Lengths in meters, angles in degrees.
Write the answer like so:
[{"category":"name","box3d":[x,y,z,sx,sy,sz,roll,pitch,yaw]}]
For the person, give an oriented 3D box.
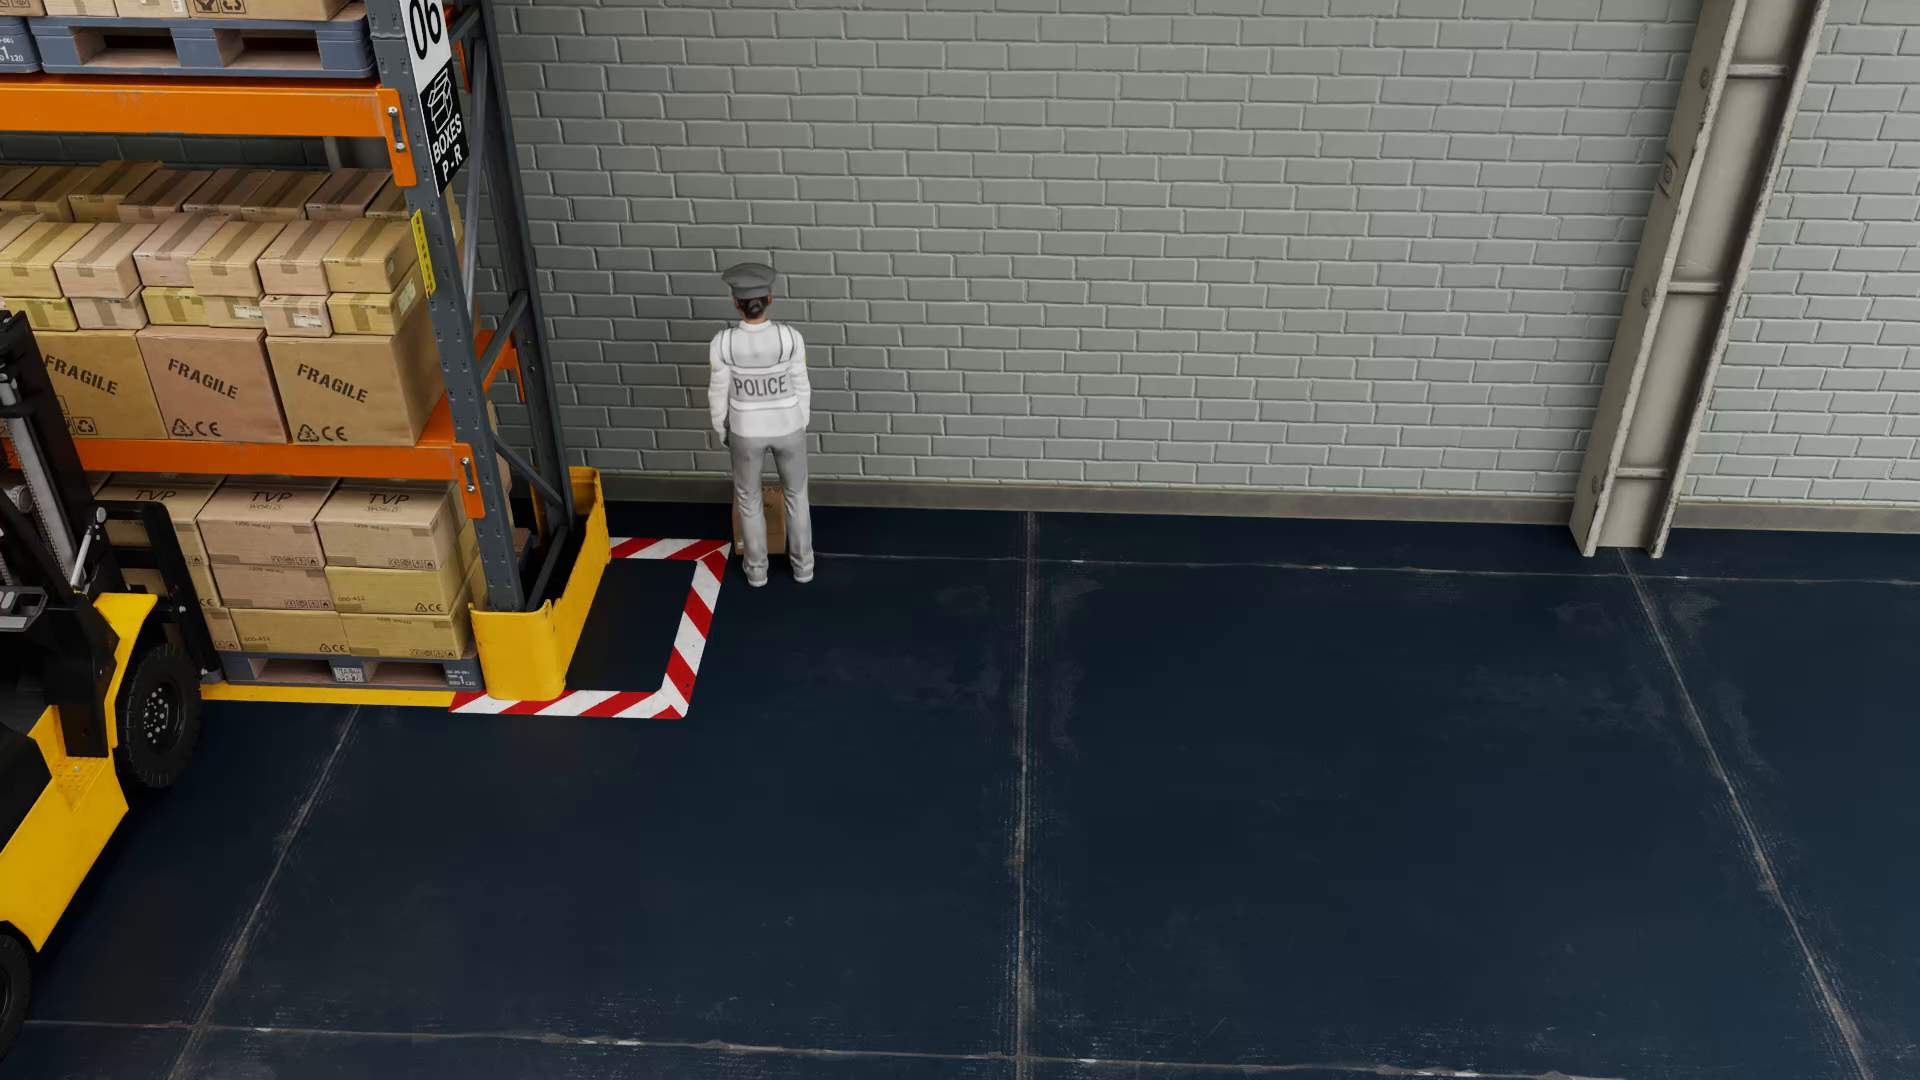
[{"category":"person","box3d":[-0.930,-0.513,7.831,0.473,1.661,0.327,-5,36,-7]}]
